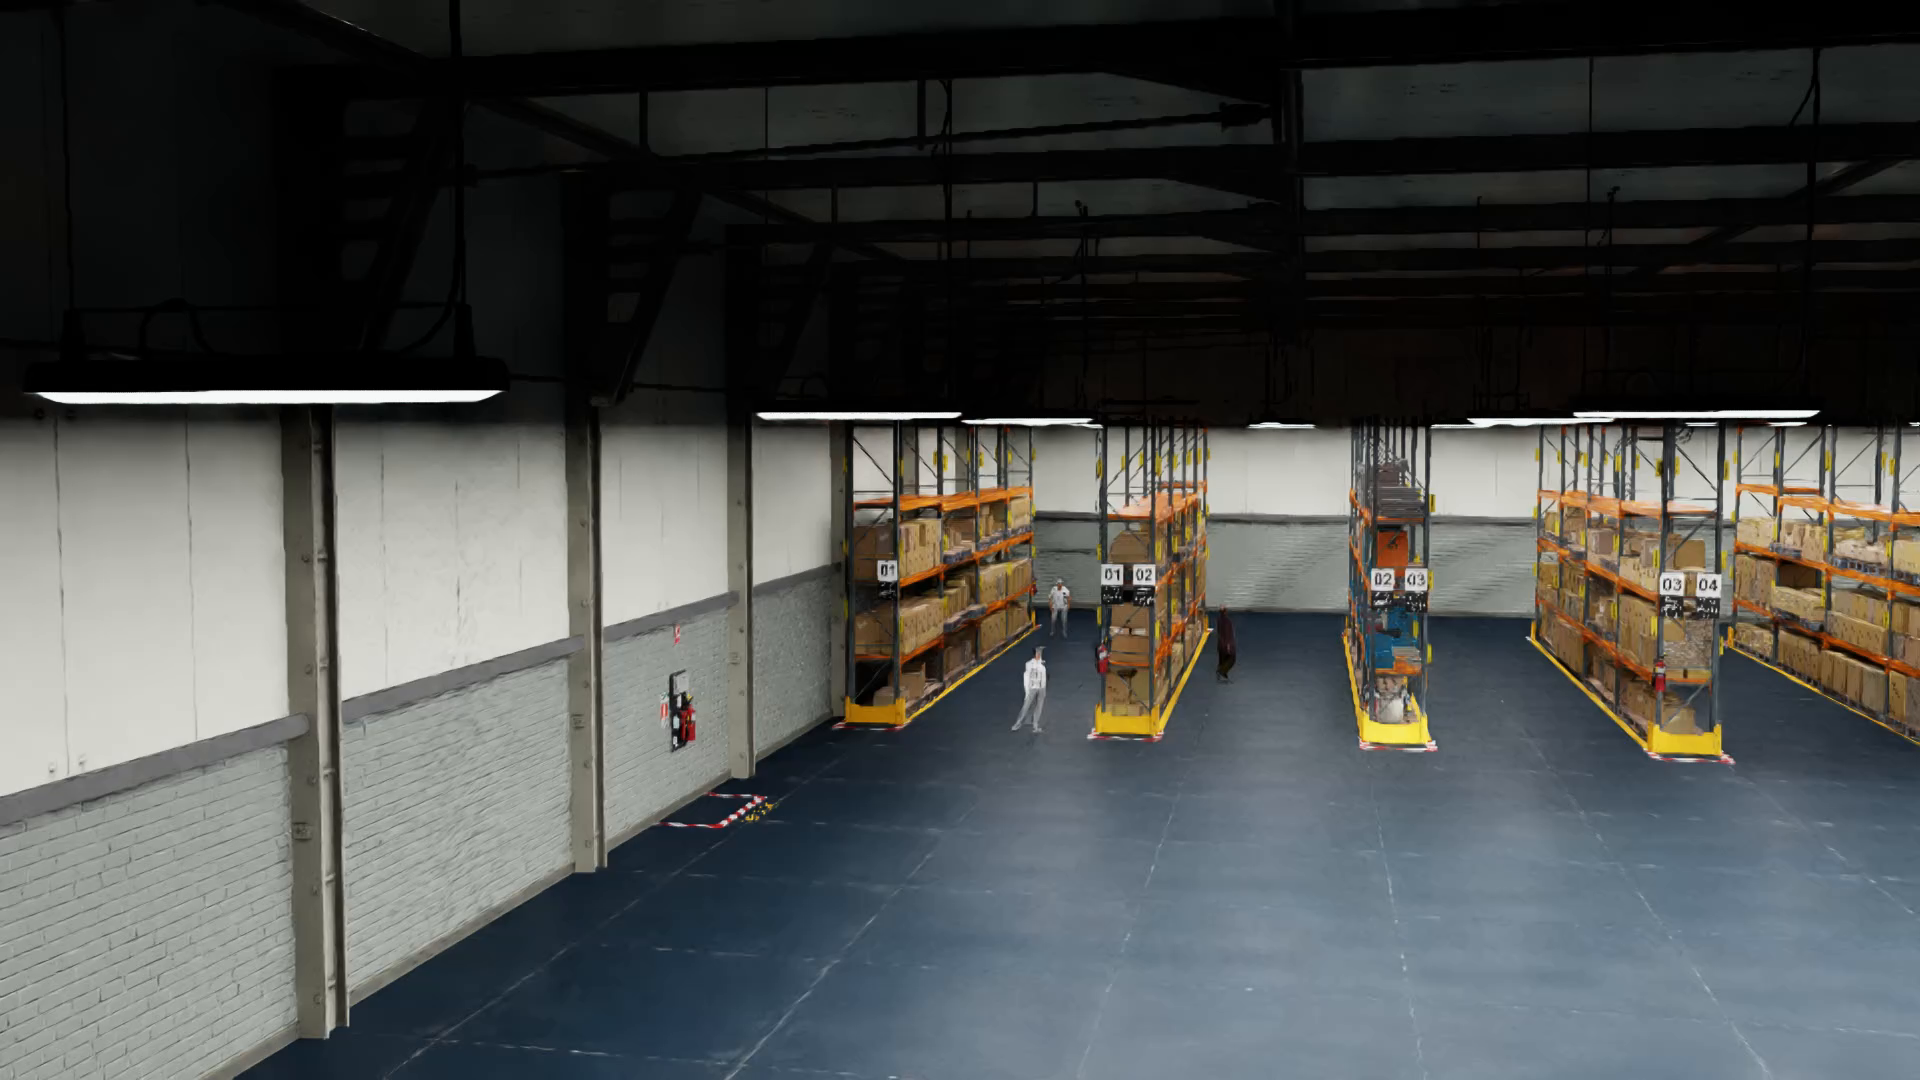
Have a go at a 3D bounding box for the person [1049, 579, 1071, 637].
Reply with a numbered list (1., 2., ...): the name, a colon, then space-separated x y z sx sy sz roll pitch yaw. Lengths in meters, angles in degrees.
1. person: 2.751 1.871 45.902 0.625 1.611 0.582 1 4 9

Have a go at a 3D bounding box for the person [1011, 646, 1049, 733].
1. person: 1.321 2.809 31.325 0.662 1.662 0.501 -2 4 -30

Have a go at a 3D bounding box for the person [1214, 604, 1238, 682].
1. person: 5.975 2.335 37.537 0.517 1.775 0.634 -1 4 -11

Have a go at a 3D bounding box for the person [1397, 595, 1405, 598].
1. person: 11.794 1.858 44.559 0.419 1.772 0.690 0 4 6
